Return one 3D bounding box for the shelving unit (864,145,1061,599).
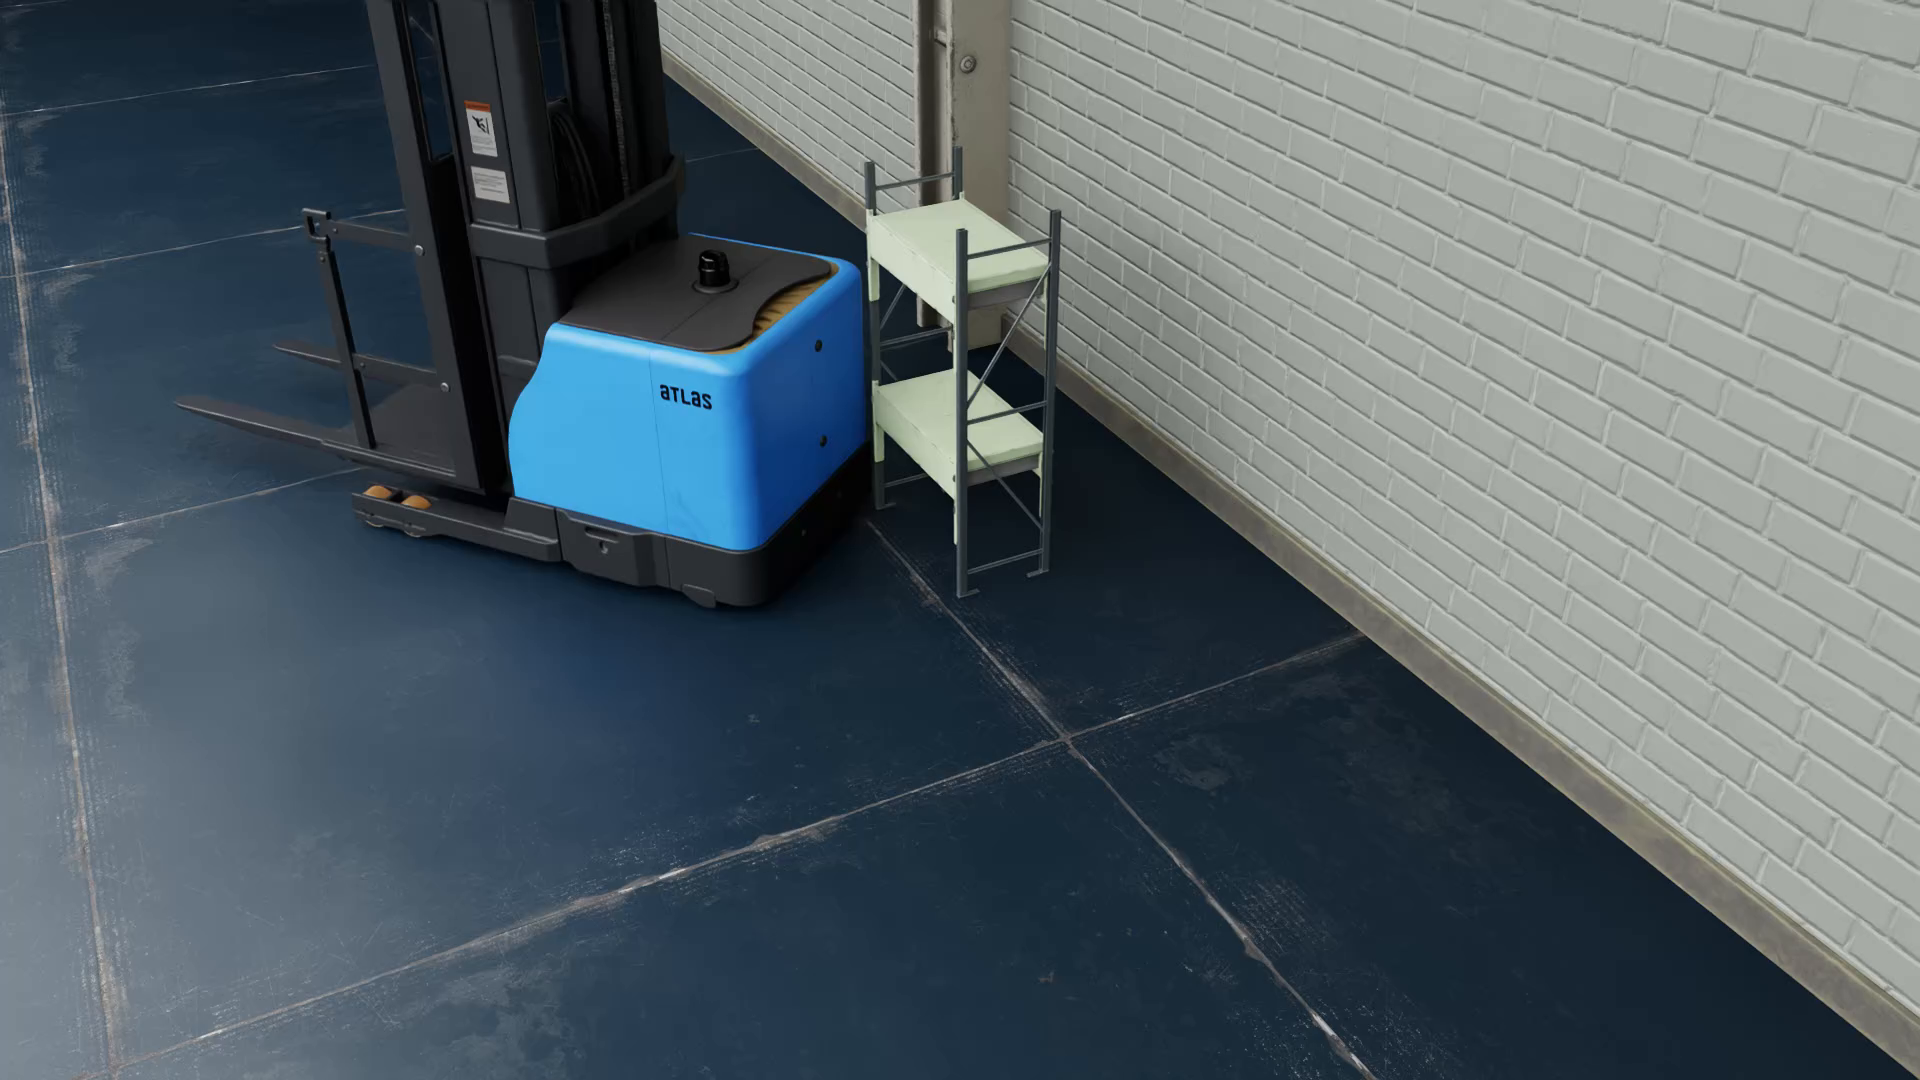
[{"bbox_3d":[-0.002,-0.635,6.350,0.431,1.500,0.755,-16,36,-23],"label":"shelving unit"}]

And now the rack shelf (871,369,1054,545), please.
[{"bbox_3d":[-0.001,-0.360,6.525,0.431,0.370,0.720,-16,36,-23],"label":"rack shelf"}]

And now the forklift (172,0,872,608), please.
[{"bbox_3d":[-1.932,-1.491,6.361,3.031,2.935,1.130,13,35,20],"label":"forklift"}]

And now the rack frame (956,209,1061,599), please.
[{"bbox_3d":[0.169,-0.460,6.077,0.400,1.500,0.023,-16,36,-23],"label":"rack frame"}]

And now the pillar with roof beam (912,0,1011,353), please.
[{"bbox_3d":[-3.802,-3.757,4.272,9.100,9.000,0.400,-16,36,-23],"label":"pillar with roof beam"}]

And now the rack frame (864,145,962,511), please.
[{"bbox_3d":[-0.172,-0.809,6.622,0.400,1.500,0.023,-16,36,-23],"label":"rack frame"}]

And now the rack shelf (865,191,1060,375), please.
[{"bbox_3d":[-0.002,-0.963,6.139,0.431,0.370,0.720,-16,36,-23],"label":"rack shelf"}]
